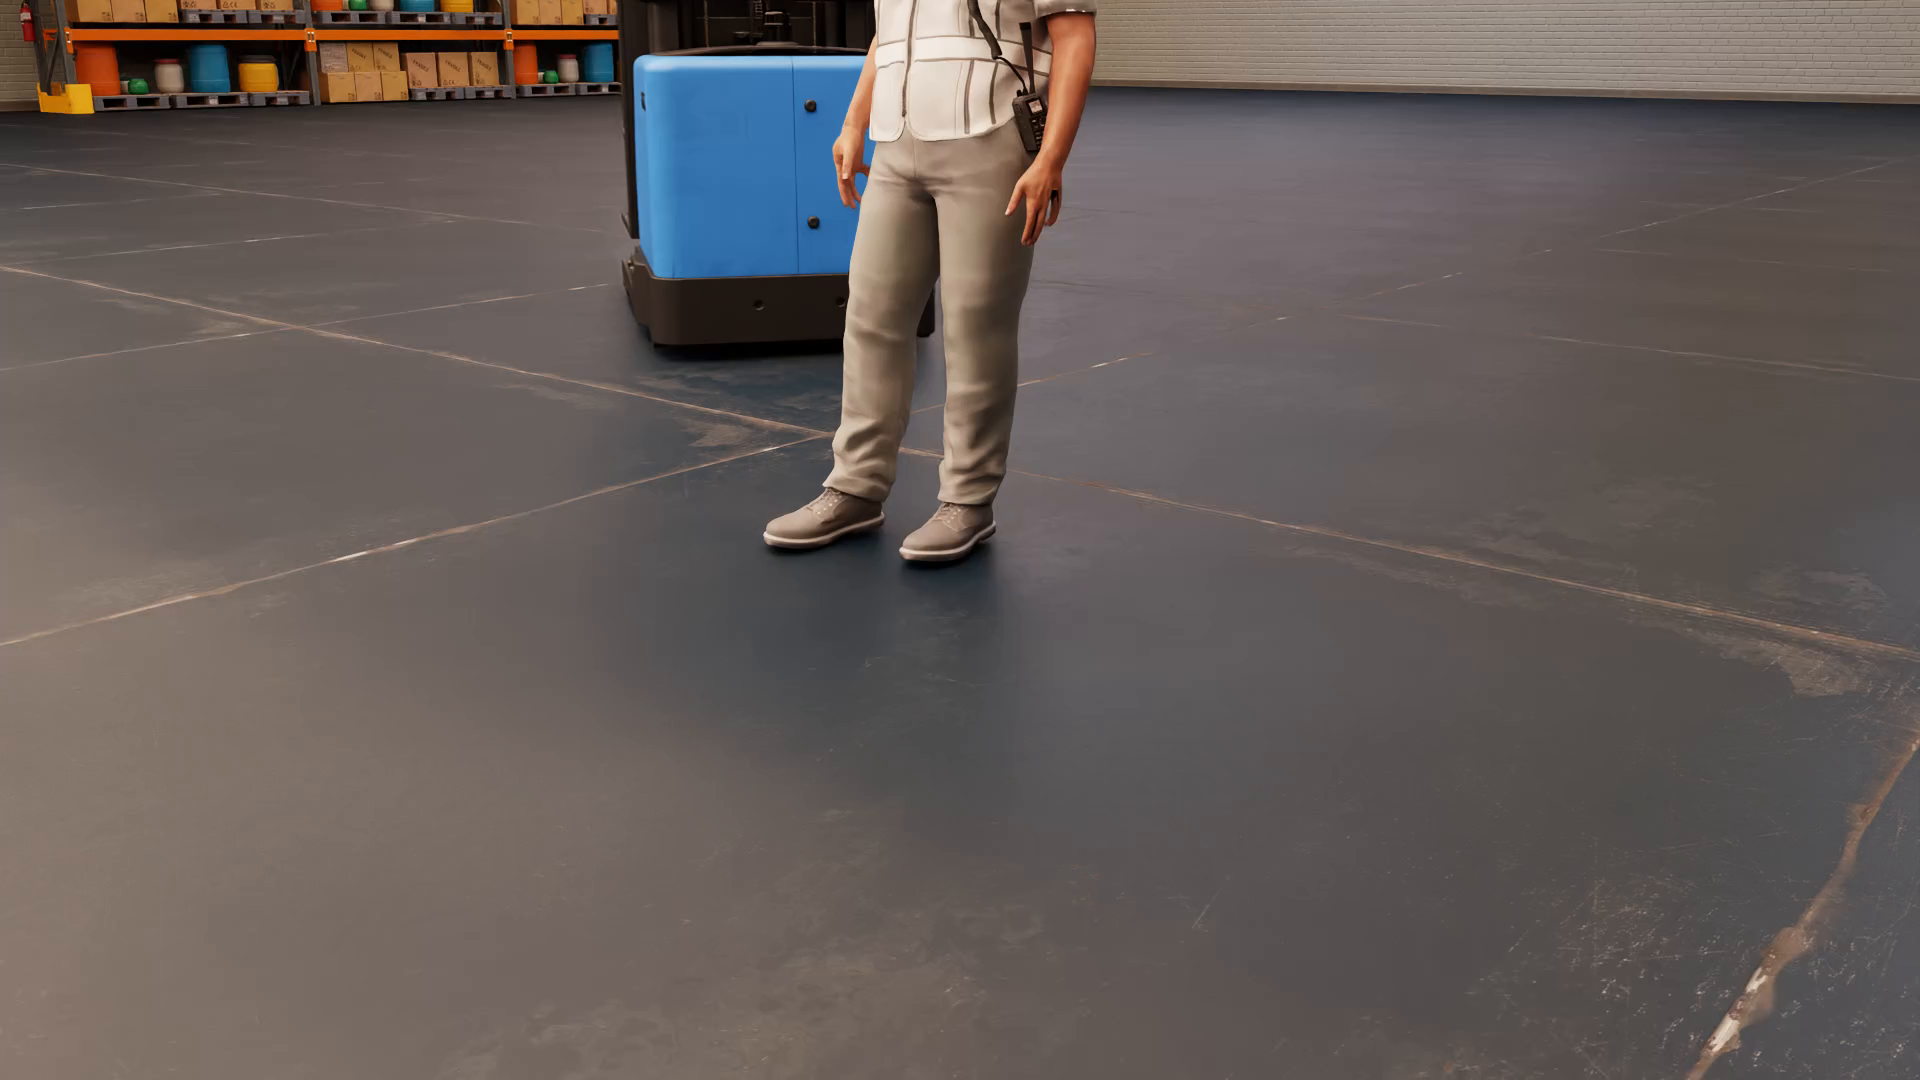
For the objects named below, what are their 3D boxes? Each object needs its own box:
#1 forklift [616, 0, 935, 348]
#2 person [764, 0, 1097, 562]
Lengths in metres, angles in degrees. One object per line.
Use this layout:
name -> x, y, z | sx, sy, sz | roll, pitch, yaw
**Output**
forklift -> -0.938, -2.493, 7.107 | 1.130, 2.935, 3.031 | -4, 17, -13
person -> -0.059, -0.844, 3.631 | 0.640, 1.781, 0.575 | 13, 21, 37
